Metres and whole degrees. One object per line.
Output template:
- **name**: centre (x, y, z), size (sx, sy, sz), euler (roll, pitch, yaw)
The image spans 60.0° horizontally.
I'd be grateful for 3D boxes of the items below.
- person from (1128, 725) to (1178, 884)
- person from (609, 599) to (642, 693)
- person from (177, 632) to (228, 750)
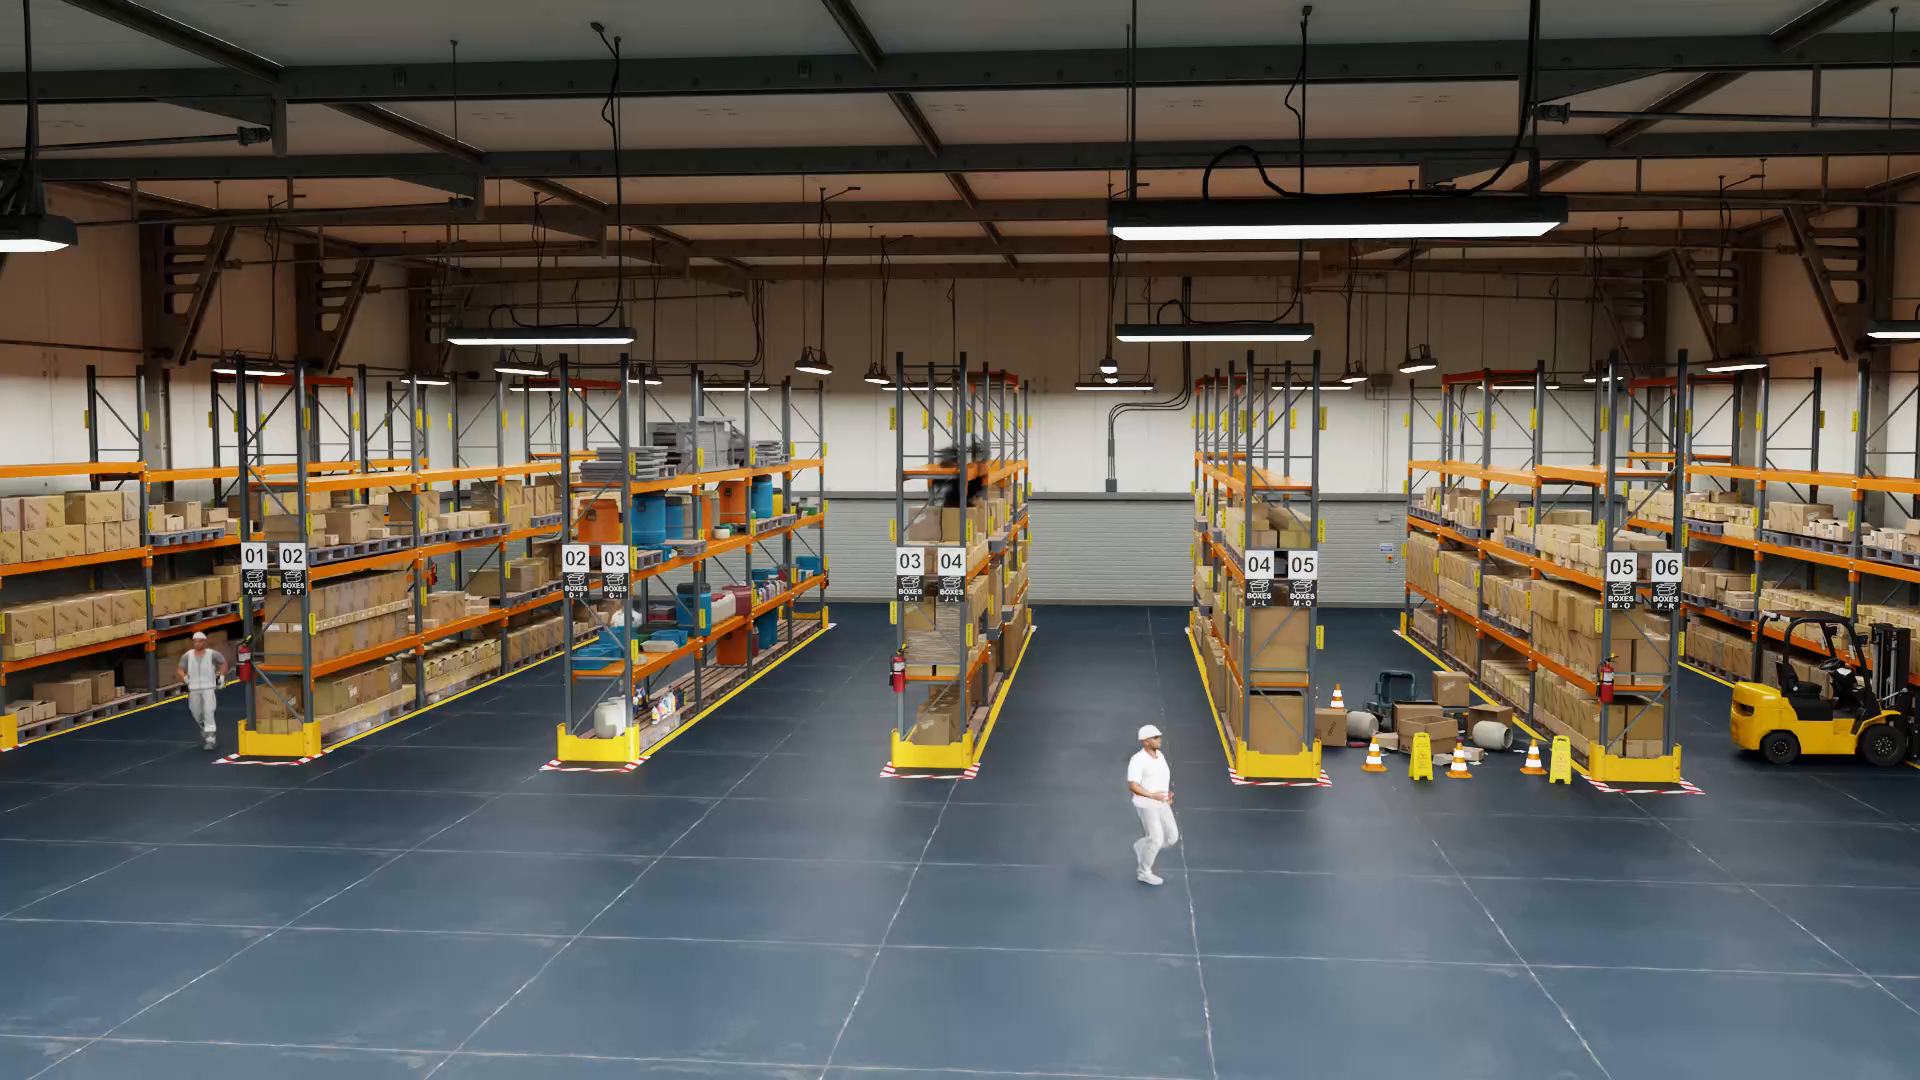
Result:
- **person**: centre (2.092, 2.863, 18.040), size (0.582, 1.723, 0.700), euler (3, 5, 36)
- **person**: centre (-6.208, 1.917, 30.944), size (0.684, 1.765, 0.789), euler (0, 4, -2)
- **person**: centre (-11.603, 2.281, 25.481), size (0.707, 1.773, 0.950), euler (-1, 4, -18)
